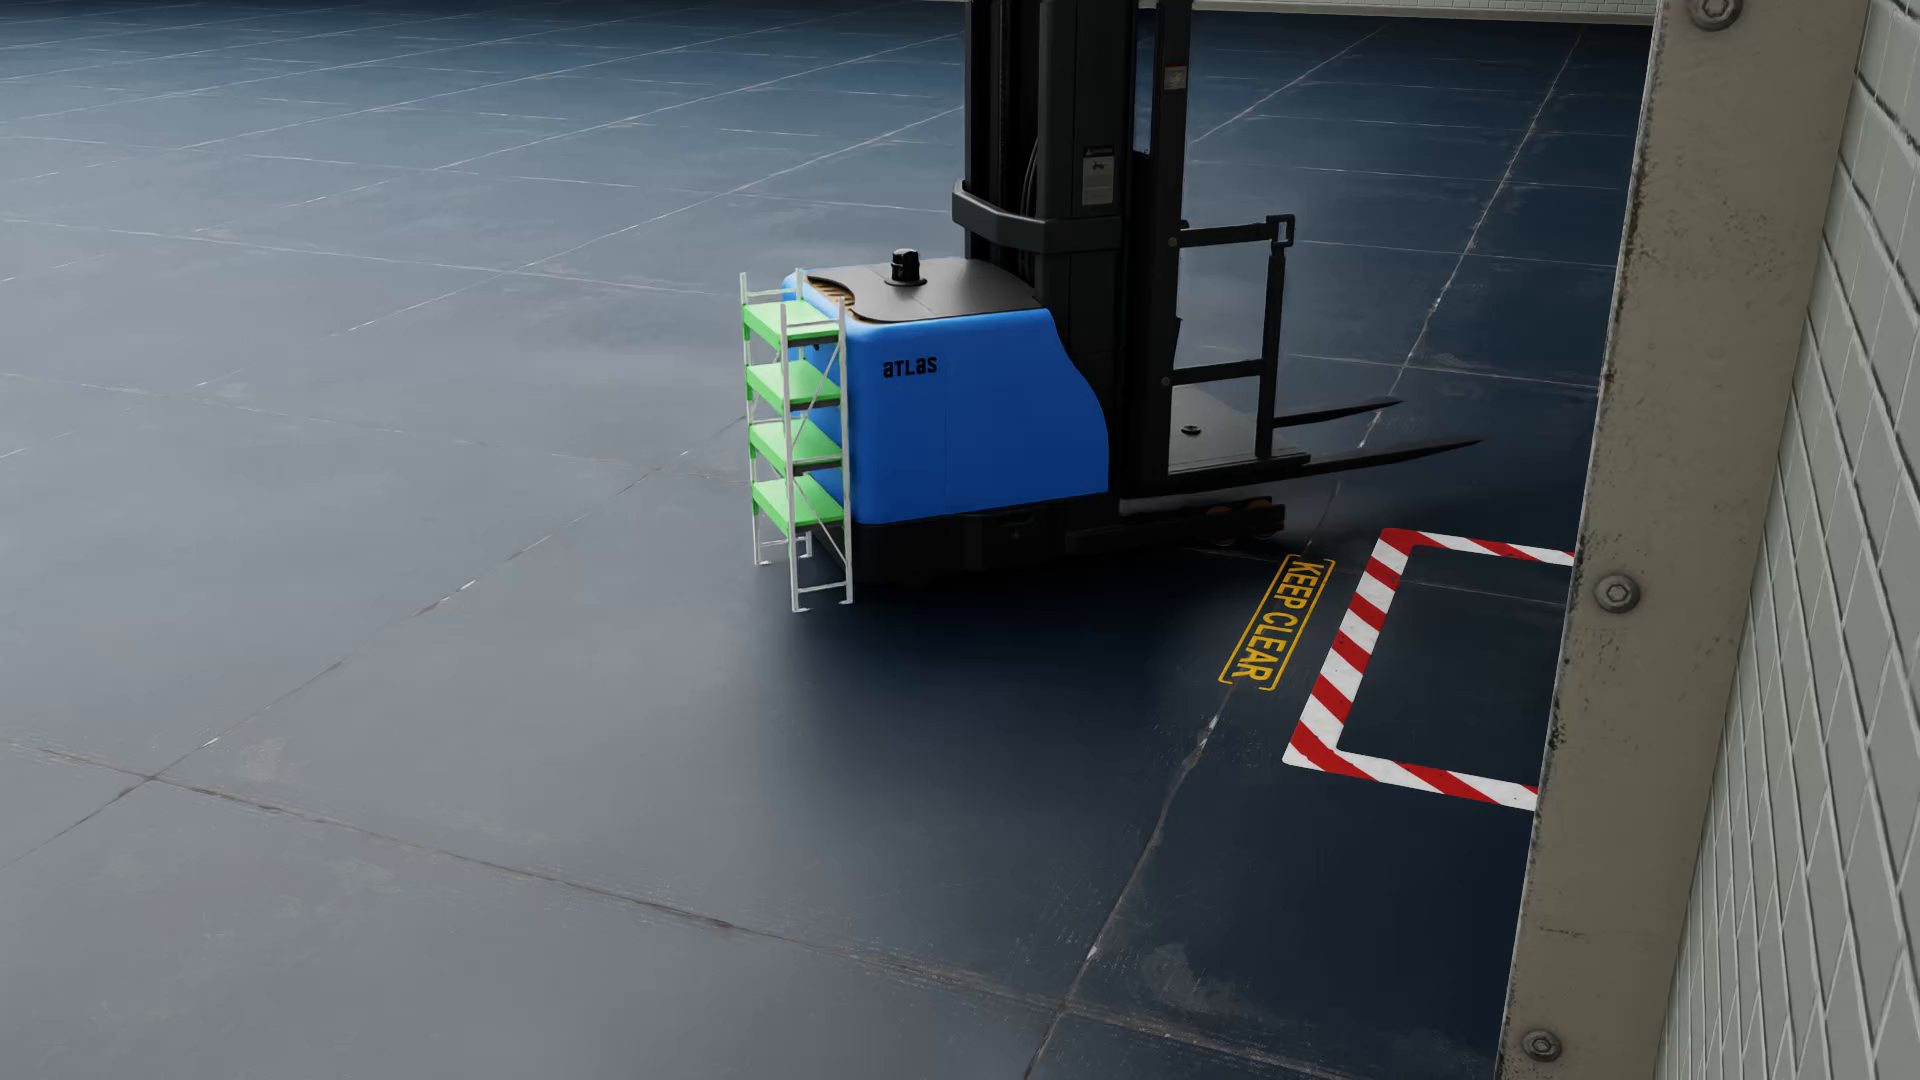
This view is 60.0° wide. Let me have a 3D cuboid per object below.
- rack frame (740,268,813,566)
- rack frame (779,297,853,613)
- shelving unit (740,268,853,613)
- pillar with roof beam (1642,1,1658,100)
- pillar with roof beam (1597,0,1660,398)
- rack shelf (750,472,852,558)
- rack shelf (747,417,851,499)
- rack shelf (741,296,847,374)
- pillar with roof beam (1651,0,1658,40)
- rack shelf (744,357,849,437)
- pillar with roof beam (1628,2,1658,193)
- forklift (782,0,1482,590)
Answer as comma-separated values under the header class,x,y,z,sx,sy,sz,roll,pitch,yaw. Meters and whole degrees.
class,x,y,z,sx,sy,sz,roll,pitch,yaw
rack frame,-0.718,-0.469,6.552,0.240,1.200,0.015,-9,24,-21
rack frame,-0.526,-0.296,6.138,0.240,1.200,0.015,-9,24,-21
shelving unit,-0.622,-0.383,6.345,0.258,1.200,0.503,-9,24,-21
pillar with roof beam,4.044,-9.864,18.926,9.100,9.000,0.400,9,24,20
pillar with roof beam,-0.413,-5.570,8.645,9.100,9.000,0.400,9,24,20
rack shelf,-0.622,-0.102,6.462,0.258,0.148,0.480,-9,24,-21
rack shelf,-0.622,-0.324,6.370,0.258,0.148,0.480,-9,24,-21
rack shelf,-0.622,-0.767,6.184,0.258,0.148,0.480,-9,24,-21
pillar with roof beam,6.273,-12.012,24.066,9.100,9.000,0.400,9,24,20
rack shelf,-0.622,-0.545,6.277,0.258,0.148,0.480,-9,24,-21
pillar with roof beam,1.816,-7.717,13.786,9.100,9.000,0.400,9,24,20
forklift,0.825,-1.505,6.787,3.031,2.935,1.130,-9,24,-20
